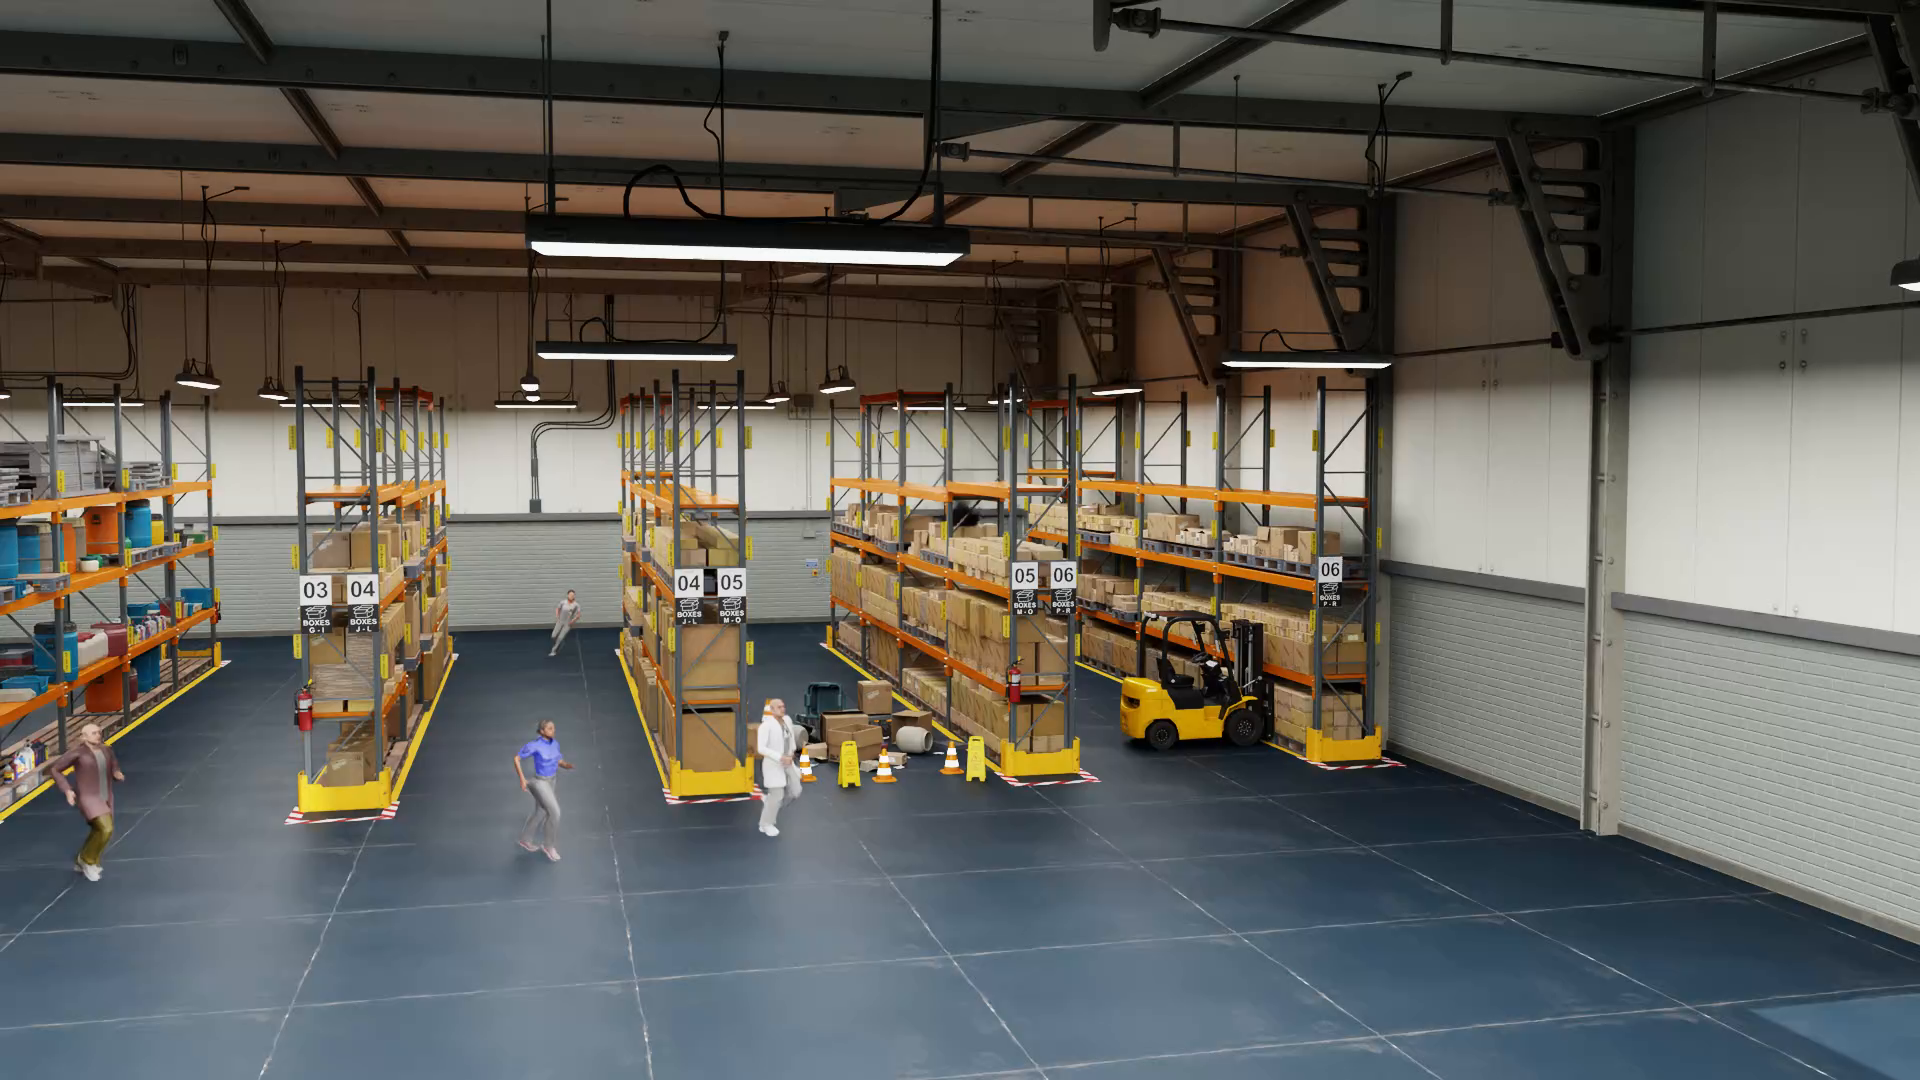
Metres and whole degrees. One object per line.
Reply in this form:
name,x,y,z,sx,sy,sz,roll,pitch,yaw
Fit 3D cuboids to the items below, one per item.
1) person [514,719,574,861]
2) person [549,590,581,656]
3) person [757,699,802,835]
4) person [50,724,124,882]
person,-4.978,2.992,19.932,0.807,1.712,0.538,1,4,19
person,-9.184,1.923,38.640,0.718,1.544,0.521,0,3,5
person,-2.272,2.878,21.120,0.690,1.739,0.747,3,4,40
person,-9.854,2.986,18.965,0.752,1.781,0.684,1,4,16
